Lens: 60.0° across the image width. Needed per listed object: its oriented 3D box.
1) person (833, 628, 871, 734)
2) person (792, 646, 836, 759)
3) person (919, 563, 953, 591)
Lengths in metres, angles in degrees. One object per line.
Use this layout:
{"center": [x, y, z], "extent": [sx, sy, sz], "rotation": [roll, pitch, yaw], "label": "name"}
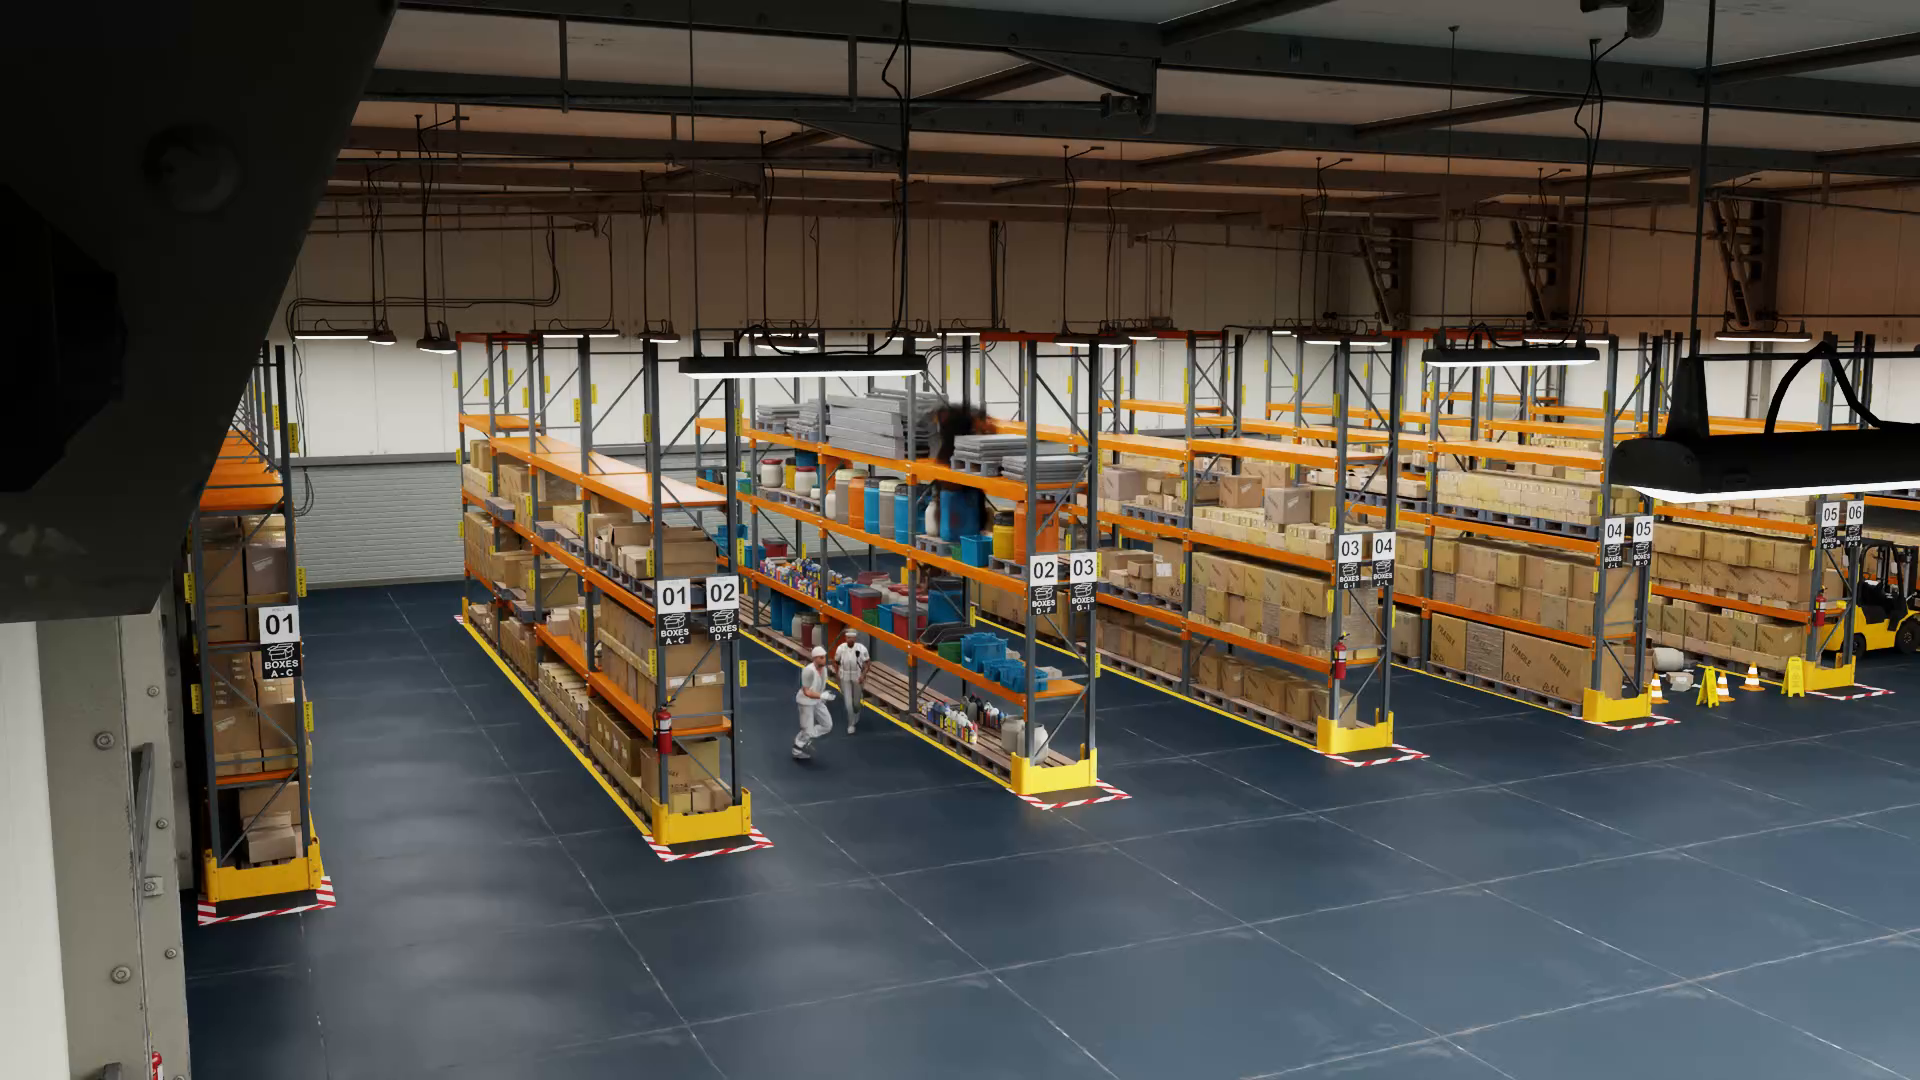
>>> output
{"center": [-1.664, 2.109, 25.441], "extent": [0.562, 1.639, 0.630], "rotation": [0, 8, 0], "label": "person"}
{"center": [-2.053, 2.322, 23.656], "extent": [0.807, 1.680, 0.691], "rotation": [5, 9, 30], "label": "person"}
{"center": [-0.489, 0.942, 33.777], "extent": [0.707, 1.712, 0.712], "rotation": [-7, 10, -41], "label": "person"}
